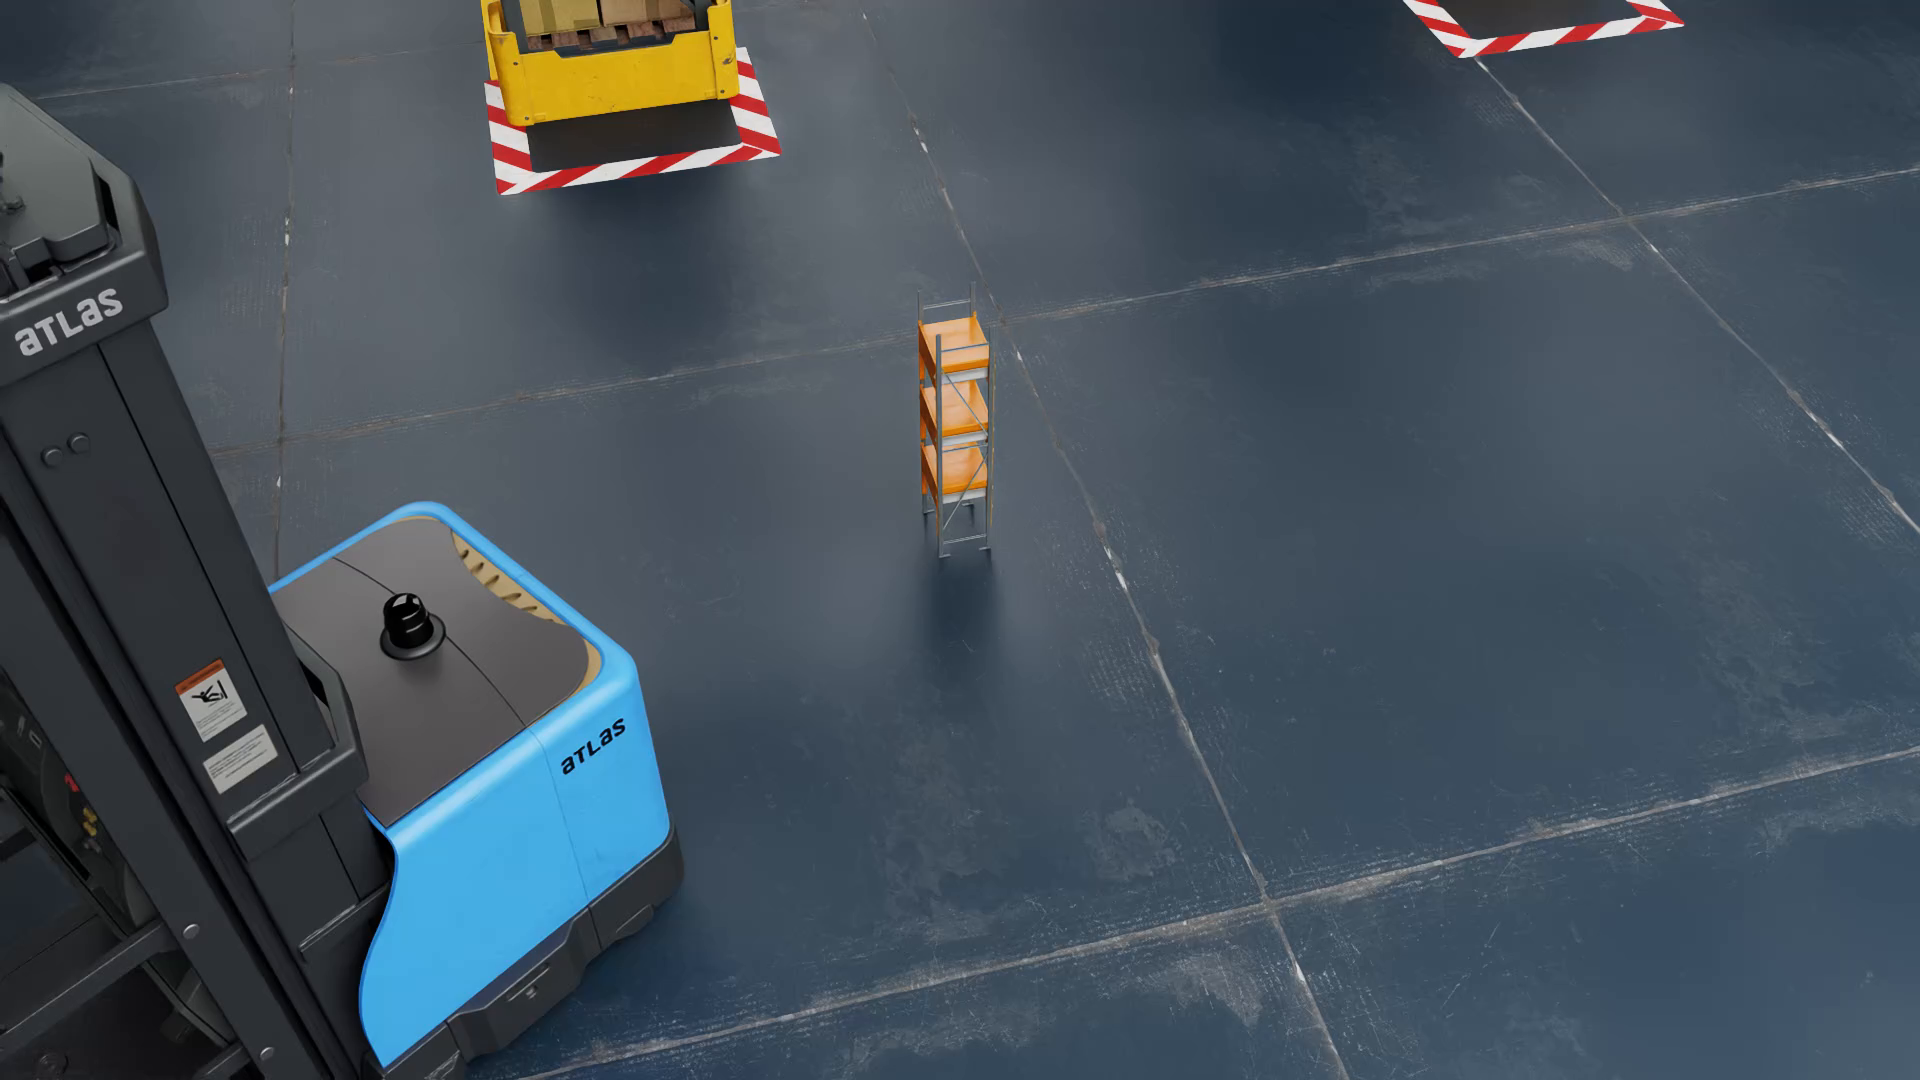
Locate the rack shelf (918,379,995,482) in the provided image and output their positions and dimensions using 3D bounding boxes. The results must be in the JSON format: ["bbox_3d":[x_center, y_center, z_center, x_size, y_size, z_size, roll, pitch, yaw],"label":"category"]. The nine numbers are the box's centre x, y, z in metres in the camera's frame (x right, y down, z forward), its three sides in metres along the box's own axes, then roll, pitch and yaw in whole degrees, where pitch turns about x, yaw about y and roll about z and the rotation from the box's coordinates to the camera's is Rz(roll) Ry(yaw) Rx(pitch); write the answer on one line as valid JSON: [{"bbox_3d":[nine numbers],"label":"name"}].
[{"bbox_3d":[-0.014,-0.397,5.919,0.215,0.259,0.240,-11,47,-10],"label":"rack shelf"}]

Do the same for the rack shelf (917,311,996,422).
[{"bbox_3d":[-0.014,-0.596,5.716,0.215,0.259,0.240,-11,47,-10],"label":"rack shelf"}]

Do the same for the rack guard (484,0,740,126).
[{"bbox_3d":[-1.719,-2.446,8.297,1.175,0.500,0.348,-11,47,-10],"label":"rack guard"}]

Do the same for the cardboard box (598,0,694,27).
[{"bbox_3d":[-1.648,-2.933,8.655,0.500,0.250,0.500,-11,47,-10],"label":"cardboard box"}]

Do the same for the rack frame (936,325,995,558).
[{"bbox_3d":[0.018,-0.320,5.829,0.200,1.050,0.008,-11,47,-10],"label":"rack frame"}]

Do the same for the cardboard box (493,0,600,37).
[{"bbox_3d":[-2.148,-2.838,8.563,0.500,0.250,0.500,-11,47,-10],"label":"cardboard box"}]

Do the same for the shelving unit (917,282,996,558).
[{"bbox_3d":[-0.014,-0.404,5.911,0.215,1.050,0.252,-11,47,-10],"label":"shelving unit"}]

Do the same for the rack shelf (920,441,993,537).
[{"bbox_3d":[-0.014,-0.202,6.117,0.215,0.259,0.240,-11,47,-10],"label":"rack shelf"}]

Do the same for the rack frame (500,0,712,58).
[{"bbox_3d":[-1.725,-3.338,7.421,1.000,3.000,0.127,-11,47,-10],"label":"rack frame"}]

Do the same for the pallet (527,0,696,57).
[{"bbox_3d":[-1.962,-2.882,8.926,1.003,0.211,1.213,-11,47,-10],"label":"pallet"}]

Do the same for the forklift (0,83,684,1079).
[{"bbox_3d":[-2.220,0.592,3.617,1.130,2.935,3.031,33,54,28],"label":"forklift"}]

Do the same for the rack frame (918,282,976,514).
[{"bbox_3d":[-0.045,-0.489,5.994,0.200,1.050,0.008,-11,47,-10],"label":"rack frame"}]
